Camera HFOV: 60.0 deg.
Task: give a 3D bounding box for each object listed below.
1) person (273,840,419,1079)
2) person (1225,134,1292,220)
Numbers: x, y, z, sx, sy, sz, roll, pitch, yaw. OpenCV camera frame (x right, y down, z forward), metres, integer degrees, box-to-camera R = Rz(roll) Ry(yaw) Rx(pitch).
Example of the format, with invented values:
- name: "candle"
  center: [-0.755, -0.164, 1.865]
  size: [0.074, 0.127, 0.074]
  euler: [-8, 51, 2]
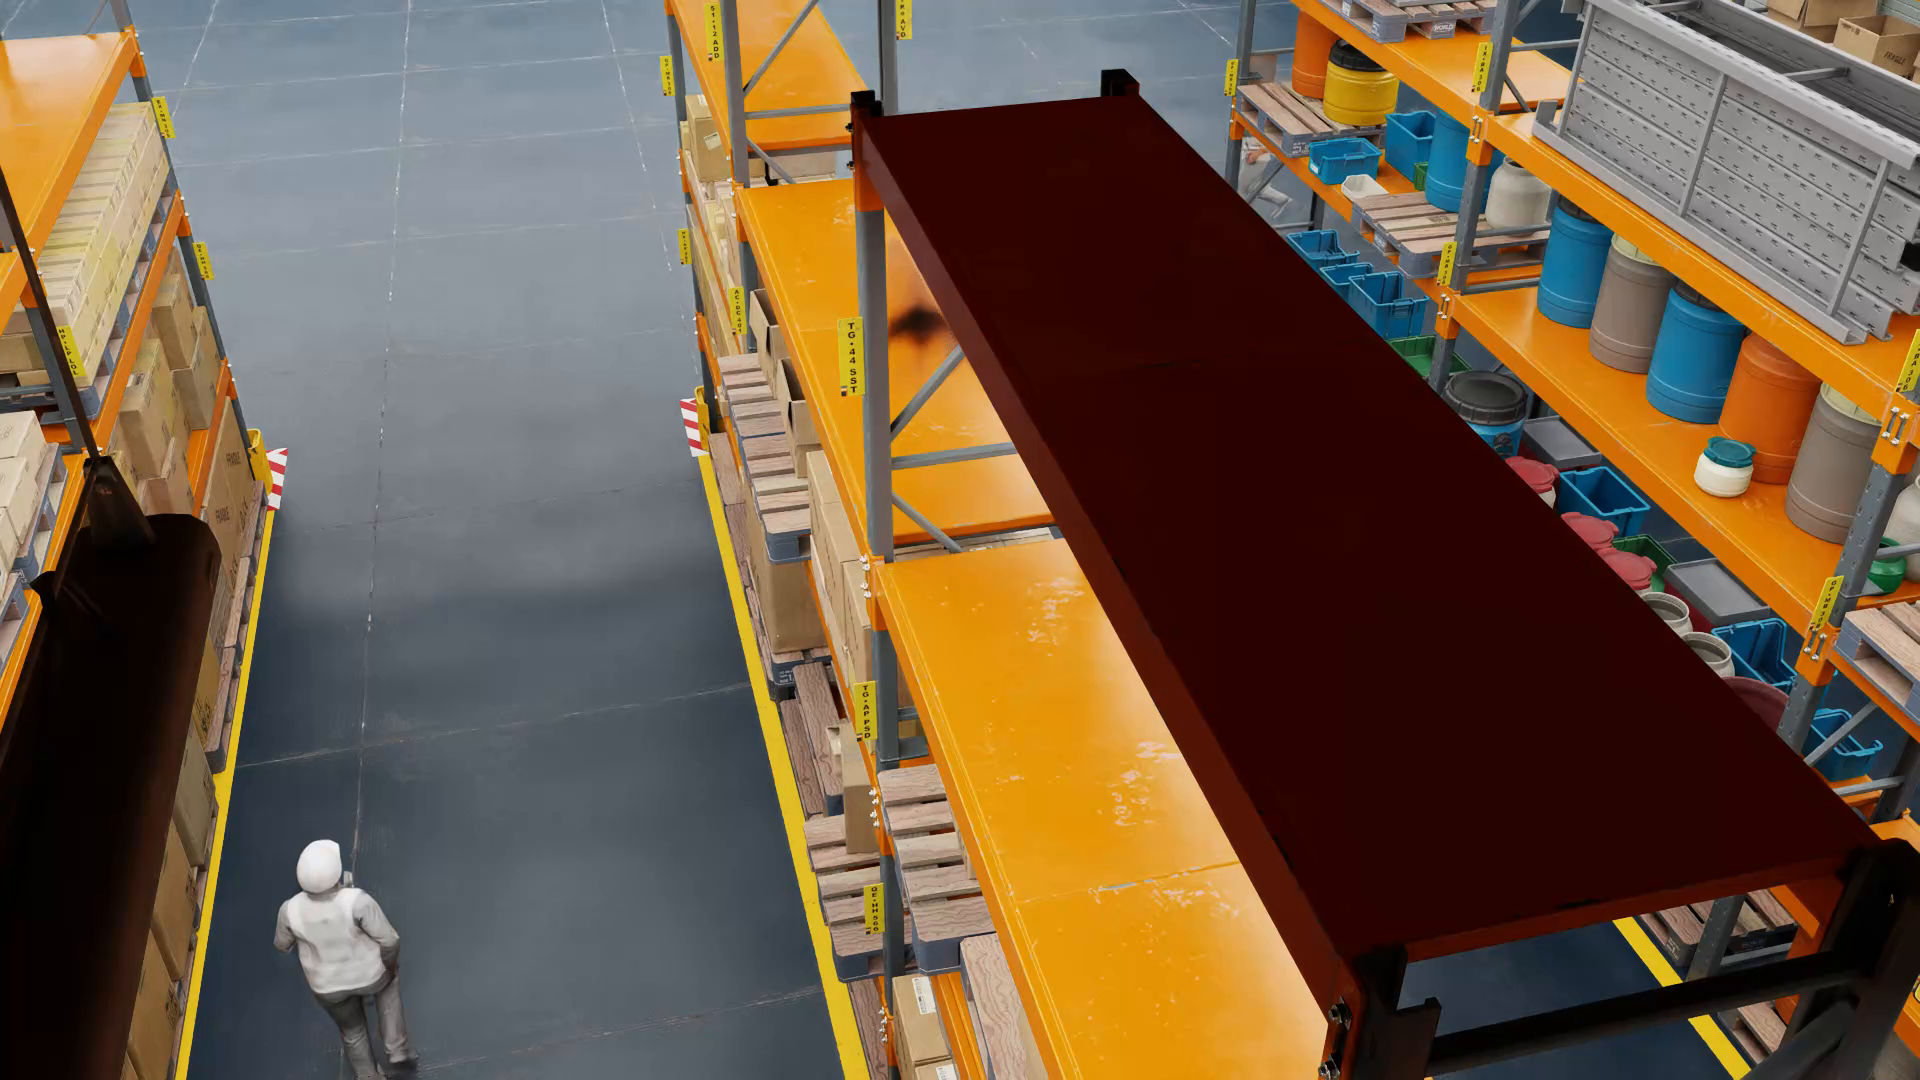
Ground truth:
- name: "person"
  center: [-3.361, 2.326, 9.143]
  size: [0.661, 1.759, 0.677]
  euler: [-9, 36, -13]
- name: "person"
  center: [3.373, -4.351, 18.897]
  size: [0.912, 1.776, 0.667]
  euler: [4, 35, 6]
